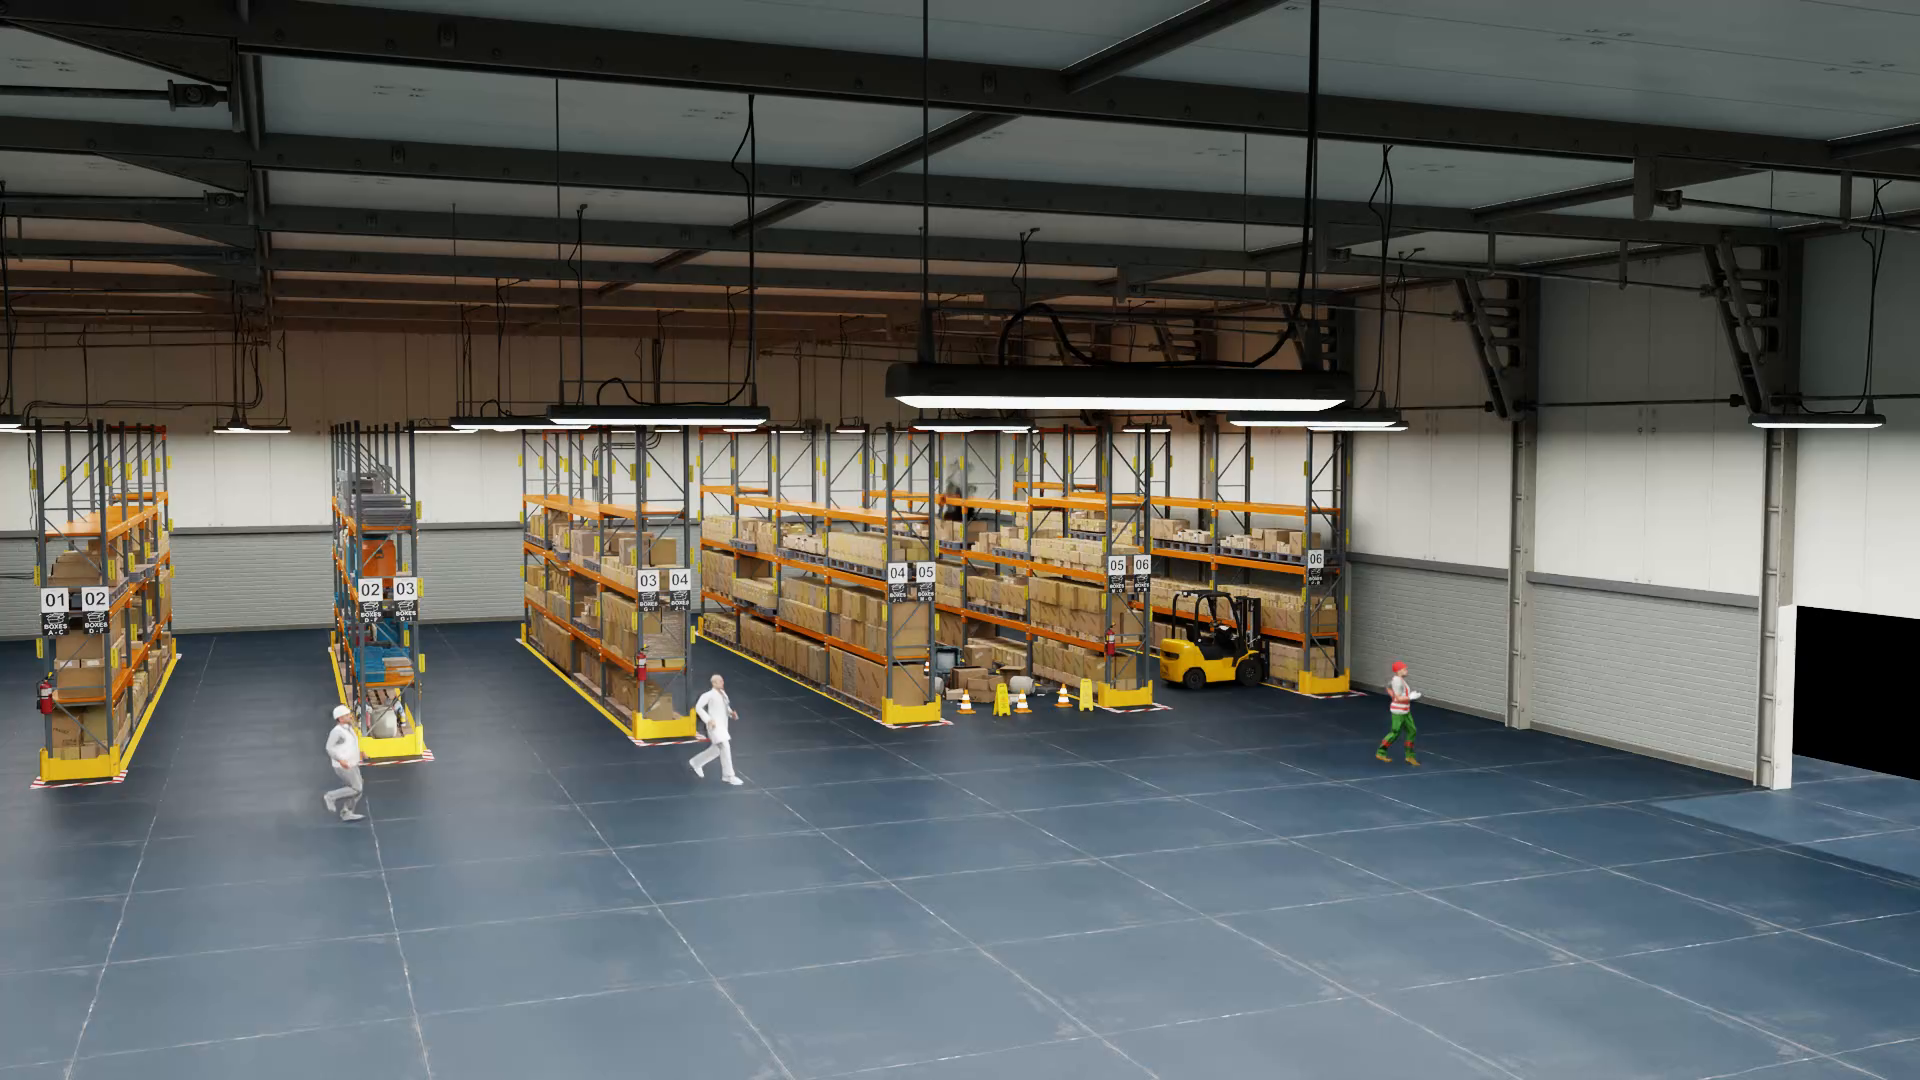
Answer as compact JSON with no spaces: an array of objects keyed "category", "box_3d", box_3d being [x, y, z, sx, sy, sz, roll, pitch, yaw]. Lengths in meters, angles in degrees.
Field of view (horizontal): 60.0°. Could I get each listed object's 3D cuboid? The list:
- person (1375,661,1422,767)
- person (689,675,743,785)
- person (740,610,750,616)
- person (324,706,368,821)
[{"category":"person","box_3d":[7.605,3.018,28.801,0.775,1.840,0.638,2,4,25]},{"category":"person","box_3d":[-4.042,3.118,27.454,1.008,1.792,0.720,1,4,15]},{"category":"person","box_3d":[-6.454,1.835,49.461,0.666,1.639,0.514,-2,4,-25]},{"category":"person","box_3d":[-9.142,3.326,24.742,0.573,1.728,0.672,0,4,-1]}]
